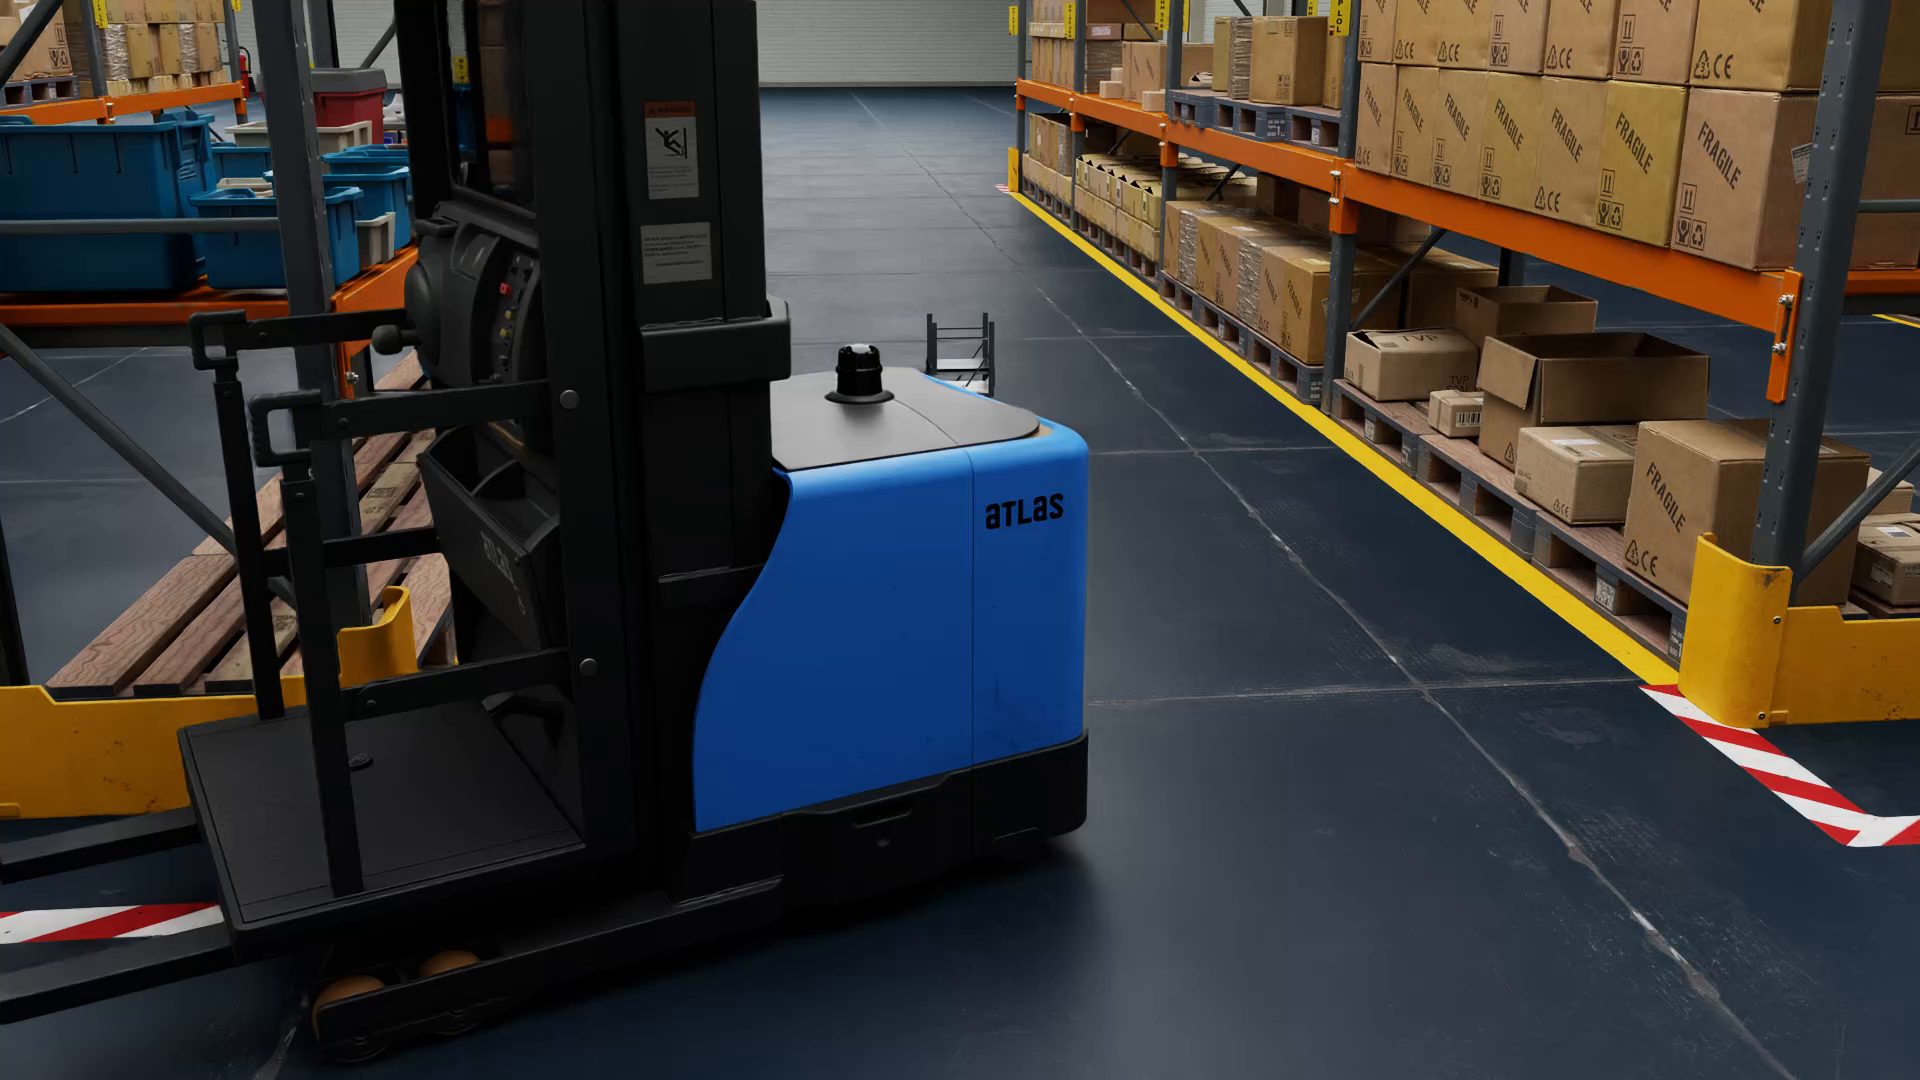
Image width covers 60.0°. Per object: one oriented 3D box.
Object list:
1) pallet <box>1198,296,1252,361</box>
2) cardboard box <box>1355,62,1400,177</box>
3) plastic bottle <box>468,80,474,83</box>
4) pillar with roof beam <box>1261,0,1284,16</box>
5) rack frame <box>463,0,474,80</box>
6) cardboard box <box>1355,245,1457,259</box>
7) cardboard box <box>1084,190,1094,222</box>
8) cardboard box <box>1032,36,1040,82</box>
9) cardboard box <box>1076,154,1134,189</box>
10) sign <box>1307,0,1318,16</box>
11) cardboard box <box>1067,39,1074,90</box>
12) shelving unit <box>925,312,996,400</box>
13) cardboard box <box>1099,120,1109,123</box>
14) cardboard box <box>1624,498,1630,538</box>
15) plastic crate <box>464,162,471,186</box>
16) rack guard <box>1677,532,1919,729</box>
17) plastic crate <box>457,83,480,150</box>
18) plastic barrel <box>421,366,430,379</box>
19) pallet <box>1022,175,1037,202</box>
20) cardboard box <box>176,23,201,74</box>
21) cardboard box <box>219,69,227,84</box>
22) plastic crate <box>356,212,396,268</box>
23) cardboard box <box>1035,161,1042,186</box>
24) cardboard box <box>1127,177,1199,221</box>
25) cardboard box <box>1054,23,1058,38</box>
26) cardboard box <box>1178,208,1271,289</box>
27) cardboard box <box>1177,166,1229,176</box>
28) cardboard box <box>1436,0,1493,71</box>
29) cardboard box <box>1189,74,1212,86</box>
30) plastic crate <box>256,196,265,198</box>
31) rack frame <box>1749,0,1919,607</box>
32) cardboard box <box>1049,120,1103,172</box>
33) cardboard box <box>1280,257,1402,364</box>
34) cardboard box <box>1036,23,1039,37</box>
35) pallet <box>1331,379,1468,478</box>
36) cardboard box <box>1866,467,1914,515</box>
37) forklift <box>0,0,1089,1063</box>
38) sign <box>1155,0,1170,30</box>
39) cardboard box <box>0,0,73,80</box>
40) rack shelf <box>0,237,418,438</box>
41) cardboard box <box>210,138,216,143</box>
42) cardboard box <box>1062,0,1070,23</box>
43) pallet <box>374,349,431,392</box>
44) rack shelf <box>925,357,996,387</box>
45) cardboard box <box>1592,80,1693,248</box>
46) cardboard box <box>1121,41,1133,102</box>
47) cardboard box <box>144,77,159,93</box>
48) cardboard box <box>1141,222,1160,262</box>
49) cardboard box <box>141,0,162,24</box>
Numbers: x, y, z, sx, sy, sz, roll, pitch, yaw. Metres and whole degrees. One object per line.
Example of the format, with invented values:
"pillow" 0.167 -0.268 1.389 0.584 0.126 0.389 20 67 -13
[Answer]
"pallet" 2.170 -1.386 10.738 1.003 0.211 1.213 -2 18 -6
"cardboard box" 2.202 -1.998 7.866 0.500 0.500 0.500 -1 17 -4
"plastic bottle" -2.903 -2.572 9.943 0.144 0.351 0.185 -2 18 -6
"pillar with roof beam" 1.523 -11.963 29.757 9.100 9.000 0.400 -2 18 -6
"rack frame" -2.919 -3.150 11.704 1.000 3.000 0.127 -2 18 -6
"cardboard box" 2.547 -1.438 9.688 0.500 0.500 0.500 -2 17 -5
"cardboard box" 1.442 -3.102 15.440 0.500 0.250 0.500 -1 17 -4
"cardboard box" 1.219 -5.594 19.321 0.700 0.500 0.500 -2 18 -6
"cardboard box" 1.391 -3.519 15.832 0.500 0.311 0.500 -2 18 -5
"sign" 2.547 -3.836 12.089 0.100 0.325 0.005 -2 18 -6
"cardboard box" 1.483 -4.831 16.889 0.700 0.500 0.500 -2 18 -6
"shelving unit" 0.001 -0.427 6.535 0.258 0.900 0.210 -2 18 -6
"cardboard box" 1.756 -4.186 17.640 0.500 0.500 0.500 -2 18 -6
"cardboard box" 2.580 -0.055 5.839 0.380 0.166 0.250 -2 18 -6
"plastic crate" -2.028 -1.352 6.315 0.293 0.136 0.466 -2 18 -6
"rack guard" 2.826 0.251 5.042 1.175 0.500 0.348 -2 18 -6
"plastic crate" -2.119 -1.851 7.492 0.392 0.384 0.575 -2 18 -6
"plastic barrel" -2.546 -1.320 8.677 0.600 0.901 0.708 -2 18 -6
"pallet" 1.304 -4.129 19.476 1.003 0.211 1.213 -2 18 -6
"cardboard box" -8.462 -5.110 17.283 0.875 0.500 0.500 -2 18 -6
"cardboard box" -8.436 -5.182 18.596 0.380 0.149 0.250 -2 18 -6
"plastic crate" -1.743 -0.852 4.722 0.250 0.136 0.298 -2 18 -6
"cardboard box" 1.123 -4.110 18.649 0.500 0.250 0.500 -2 18 -6
"cardboard box" 1.649 -2.761 13.418 0.500 0.311 0.500 -2 18 -6
"cardboard box" 1.195 -5.383 17.566 0.380 0.149 0.250 -1 17 -4
"cardboard box" 1.831 -2.019 11.540 0.500 0.500 0.500 -2 18 -8
"cardboard box" 2.080 -3.085 14.448 0.500 0.311 0.500 -2 18 -6
"cardboard box" 2.296 -2.179 6.775 0.500 0.500 0.500 -2 18 -7
"cardboard box" 2.014 -3.369 12.551 0.500 0.311 0.500 -1 17 -2
"plastic crate" -2.374 -0.994 5.175 0.396 0.136 0.243 -2 18 -6
"rack frame" 2.833 -0.919 4.596 1.000 3.000 0.127 -2 18 -6
"cardboard box" 1.235 -4.170 17.589 0.500 0.500 0.500 -2 18 -6
"cardboard box" 2.085 -1.266 9.140 0.500 0.500 0.500 -2 18 -6
"cardboard box" 1.064 -5.766 18.787 0.380 0.149 0.250 -2 18 -5
"pallet" 2.491 -0.575 8.158 1.003 0.211 1.213 -2 18 -6
"cardboard box" 3.008 -0.137 5.960 0.500 0.250 0.500 -2 18 -6
"forklift" -1.219 -0.531 3.475 3.031 2.935 1.130 -10 20 -28
"sign" 1.456 -3.837 11.957 0.100 0.325 0.005 -2 18 -6
"cardboard box" -8.316 -4.435 14.092 1.000 1.000 1.000 -2 18 -5
"rack shelf" -2.300 -1.020 6.118 1.077 0.370 4.000 -2 18 -6
"cardboard box" -8.623 -4.202 18.526 0.500 0.500 0.500 1 17 5
"cardboard box" 1.439 -5.592 17.150 0.700 0.500 0.500 -2 18 -6
"pallet" -2.545 -0.859 9.062 1.003 0.211 1.213 -2 18 -6
"rack shelf" 0.001 -0.653 6.464 0.258 0.077 0.200 -2 18 -6
"cardboard box" 2.459 -1.246 5.471 0.500 0.500 0.500 -2 18 -5
"cardboard box" 1.713 -4.155 14.738 0.500 0.500 0.500 -1 17 -2
"cardboard box" -8.067 -4.441 16.234 0.380 0.149 0.250 -2 18 -6
"cardboard box" 1.711 -2.340 13.012 0.500 0.250 0.500 -1 17 -4
"cardboard box" -8.156 -5.296 16.204 0.500 0.500 0.500 -2 18 -6
